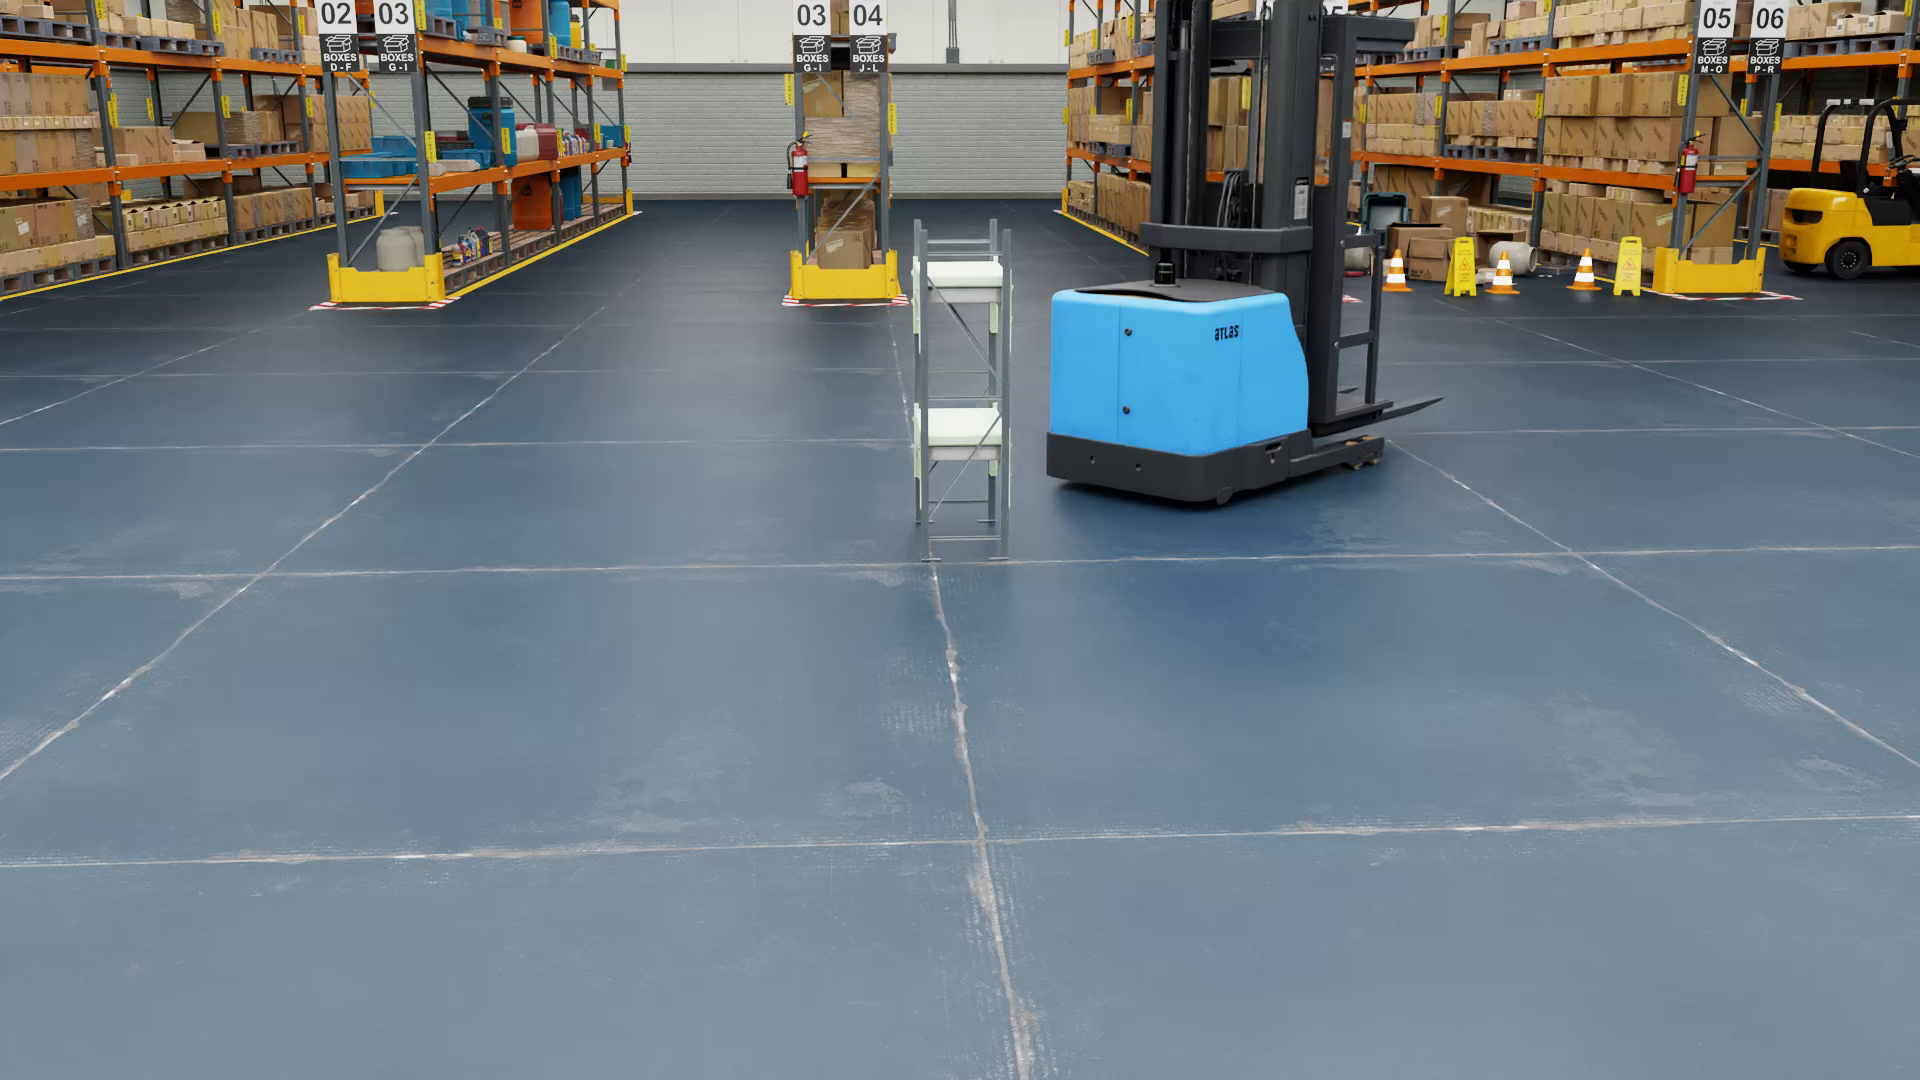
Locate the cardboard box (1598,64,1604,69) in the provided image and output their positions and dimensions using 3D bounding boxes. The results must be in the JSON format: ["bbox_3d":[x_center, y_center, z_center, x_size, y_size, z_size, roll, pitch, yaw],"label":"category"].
[{"bbox_3d":[12.462,-9.099,31.854,0.380,0.149,0.250,-1,14,-3],"label":"cardboard box"}]

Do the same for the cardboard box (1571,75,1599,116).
[{"bbox_3d":[8.185,-5.608,21.000,0.700,0.500,0.500,-1,14,-5],"label":"cardboard box"}]

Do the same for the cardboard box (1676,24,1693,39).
[{"bbox_3d":[8.307,-5.718,18.713,0.380,0.149,0.250,-1,14,-3],"label":"cardboard box"}]

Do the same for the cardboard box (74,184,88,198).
[{"bbox_3d":[-16.900,-6.470,31.326,0.700,0.500,0.500,-1,14,-5],"label":"cardboard box"}]

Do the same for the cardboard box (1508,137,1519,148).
[{"bbox_3d":[8.002,-5.632,23.557,0.380,0.149,0.250,-1,14,-4],"label":"cardboard box"}]

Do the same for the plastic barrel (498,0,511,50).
[{"bbox_3d":[-6.888,-7.550,24.326,0.600,0.901,0.600,0,14,0],"label":"plastic barrel"}]

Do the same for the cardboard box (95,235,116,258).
[{"bbox_3d":[-11.171,-3.752,21.264,0.500,0.250,0.500,-1,14,-3],"label":"cardboard box"}]

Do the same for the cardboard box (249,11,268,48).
[{"bbox_3d":[-11.892,-8.442,27.554,0.600,0.600,0.600,-1,14,-4],"label":"cardboard box"}]

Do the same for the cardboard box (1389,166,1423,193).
[{"bbox_3d":[8.047,-6.084,29.072,0.875,0.875,0.875,0,14,-2],"label":"cardboard box"}]

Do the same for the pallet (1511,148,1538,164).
[{"bbox_3d":[8.458,-5.396,23.365,1.003,0.211,1.213,-1,14,-3],"label":"pallet"}]

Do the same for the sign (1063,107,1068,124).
[{"bbox_3d":[2.141,-8.591,33.658,0.100,0.325,0.005,-1,14,-3],"label":"sign"}]

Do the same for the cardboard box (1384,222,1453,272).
[{"bbox_3d":[5.906,-3.789,21.471,0.797,0.637,0.503,-1,14,-3],"label":"cardboard box"}]

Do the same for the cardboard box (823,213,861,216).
[{"bbox_3d":[-1.546,-4.037,21.870,0.500,0.500,0.500,-1,14,-5],"label":"cardboard box"}]

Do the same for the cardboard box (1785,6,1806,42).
[{"bbox_3d":[12.868,-7.938,25.596,0.500,0.500,0.500,-1,14,-3],"label":"cardboard box"}]

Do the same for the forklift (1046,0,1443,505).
[{"bbox_3d":[1.840,-1.899,9.527,1.130,2.935,3.031,13,19,41],"label":"forklift"}]

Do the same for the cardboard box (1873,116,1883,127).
[{"bbox_3d":[13.037,-5.883,23.367,0.380,0.149,0.250,-1,14,-4],"label":"cardboard box"}]

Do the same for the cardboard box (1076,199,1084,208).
[{"bbox_3d":[2.462,-6.551,32.348,0.380,0.149,0.250,-2,15,-6],"label":"cardboard box"}]

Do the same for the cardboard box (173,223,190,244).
[{"bbox_3d":[-11.292,-4.350,23.590,0.500,0.250,0.500,-1,14,-2],"label":"cardboard box"}]

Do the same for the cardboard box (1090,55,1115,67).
[{"bbox_3d":[2.630,-8.683,30.035,0.500,0.250,0.500,-1,14,-2],"label":"cardboard box"}]

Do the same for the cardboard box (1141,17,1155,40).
[{"bbox_3d":[3.003,-7.668,24.925,0.500,0.311,0.500,-1,14,-3],"label":"cardboard box"}]

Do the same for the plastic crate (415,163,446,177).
[{"bbox_3d":[-5.961,-4.173,18.753,0.298,0.136,0.250,-1,14,-3],"label":"plastic crate"}]

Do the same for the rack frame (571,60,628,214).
[{"bbox_3d":[-7.218,-8.052,33.301,1.000,3.000,0.127,-1,14,-3],"label":"rack frame"}]

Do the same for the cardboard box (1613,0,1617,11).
[{"bbox_3d":[8.233,-6.546,20.330,0.380,0.149,0.250,-1,14,-2],"label":"cardboard box"}]

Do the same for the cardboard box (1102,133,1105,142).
[{"bbox_3d":[2.594,-6.774,27.997,0.380,0.149,0.250,-2,15,-6],"label":"cardboard box"}]

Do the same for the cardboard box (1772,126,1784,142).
[{"bbox_3d":[12.880,-6.300,25.791,0.500,0.250,0.500,0,14,-2],"label":"cardboard box"}]

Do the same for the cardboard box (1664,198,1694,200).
[{"bbox_3d":[8.772,-4.003,20.734,0.500,0.500,0.500,-1,14,-2],"label":"cardboard box"}]

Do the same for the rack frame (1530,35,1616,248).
[{"bbox_3d":[8.360,-5.297,22.594,1.000,3.000,0.127,-1,14,-3],"label":"rack frame"}]

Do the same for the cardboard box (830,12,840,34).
[{"bbox_3d":[-1.566,-5.645,18.229,0.500,0.250,0.500,-1,14,-2],"label":"cardboard box"}]

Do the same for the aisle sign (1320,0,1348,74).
[{"bbox_3d":[3.978,-5.447,17.959,0.394,0.787,0.004,-1,14,-3],"label":"aisle sign"}]

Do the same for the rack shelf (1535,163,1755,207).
[{"bbox_3d":[8.484,-4.451,20.751,1.077,0.370,4.000,-1,14,-3],"label":"rack shelf"}]

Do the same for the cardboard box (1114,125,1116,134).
[{"bbox_3d":[2.675,-6.598,26.716,0.380,0.149,0.250,0,14,-1],"label":"cardboard box"}]

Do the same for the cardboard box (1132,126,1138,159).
[{"bbox_3d":[2.937,-6.123,25.603,0.500,0.500,0.500,-1,14,-3],"label":"cardboard box"}]

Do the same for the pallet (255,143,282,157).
[{"bbox_3d":[-11.791,-6.377,27.178,1.003,0.211,1.213,-1,14,-3],"label":"pallet"}]

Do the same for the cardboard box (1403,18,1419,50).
[{"bbox_3d":[7.714,-8.430,27.708,0.500,0.500,0.500,-1,14,-3],"label":"cardboard box"}]

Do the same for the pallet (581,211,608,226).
[{"bbox_3d":[-7.054,-5.889,30.491,1.003,0.211,1.213,-1,14,-3],"label":"pallet"}]

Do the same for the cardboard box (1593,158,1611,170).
[{"bbox_3d":[8.173,-4.712,20.823,0.380,0.149,0.250,-1,14,-4],"label":"cardboard box"}]

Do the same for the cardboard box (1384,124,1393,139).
[{"bbox_3d":[7.675,-7.087,28.849,0.500,0.250,0.500,-1,14,-3],"label":"cardboard box"}]

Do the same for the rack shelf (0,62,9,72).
[{"bbox_3d":[-16.734,-7.511,26.623,1.077,0.370,4.000,-1,14,-3],"label":"rack shelf"}]

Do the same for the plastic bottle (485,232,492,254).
[{"bbox_3d":[-6.115,-3.851,21.541,0.061,0.283,0.133,0,14,-1],"label":"plastic bottle"}]

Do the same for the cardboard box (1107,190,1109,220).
[{"bbox_3d":[2.792,-5.728,28.444,0.500,0.500,0.500,-1,14,-2],"label":"cardboard box"}]

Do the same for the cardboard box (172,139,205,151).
[{"bbox_3d":[-11.687,-5.853,24.932,0.500,0.311,0.500,0,14,0],"label":"cardboard box"}]

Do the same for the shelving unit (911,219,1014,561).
[{"bbox_3d":[0.000,-0.725,7.833,0.431,1.500,0.755,-1,14,-3],"label":"shelving unit"}]

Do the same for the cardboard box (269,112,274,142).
[{"bbox_3d":[-12.002,-6.942,27.944,0.700,0.500,0.500,1,14,5],"label":"cardboard box"}]

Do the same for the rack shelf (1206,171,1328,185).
[{"bbox_3d":[3.550,-4.350,20.356,1.077,0.370,4.000,-1,14,-3],"label":"rack shelf"}]

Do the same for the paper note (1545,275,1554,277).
[{"bbox_3d":[7.357,-3.322,20.876,0.142,0.019,0.148,-6,16,-23],"label":"paper note"}]

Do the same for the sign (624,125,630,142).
[{"bbox_3d":[-6.670,-8.144,33.330,0.100,0.325,0.005,-1,14,-3],"label":"sign"}]

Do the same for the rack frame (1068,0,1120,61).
[{"bbox_3d":[2.683,-11.085,33.051,1.000,3.000,0.127,-1,14,-3],"label":"rack frame"}]

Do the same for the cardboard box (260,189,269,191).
[{"bbox_3d":[-12.083,-5.728,28.401,0.500,0.500,0.500,-1,14,-3],"label":"cardboard box"}]

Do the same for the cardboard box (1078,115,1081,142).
[{"bbox_3d":[2.549,-7.875,31.816,0.500,0.500,0.500,-1,14,-5],"label":"cardboard box"}]

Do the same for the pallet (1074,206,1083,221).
[{"bbox_3d":[2.775,-6.305,32.109,1.003,0.211,1.213,-1,14,-3],"label":"pallet"}]

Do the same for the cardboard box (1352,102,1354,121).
[{"bbox_3d":[7.536,-8.059,31.120,0.500,0.500,0.500,-1,14,-4],"label":"cardboard box"}]

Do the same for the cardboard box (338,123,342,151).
[{"bbox_3d":[-11.737,-7.413,30.616,0.500,0.500,0.500,-1,14,-4],"label":"cardboard box"}]

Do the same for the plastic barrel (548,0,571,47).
[{"bbox_3d":[-6.711,-8.534,27.306,0.600,0.901,0.708,-1,14,-3],"label":"plastic barrel"}]

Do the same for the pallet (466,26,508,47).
[{"bbox_3d":[-6.332,-6.251,20.660,1.213,0.211,1.003,-1,14,-3],"label":"pallet"}]

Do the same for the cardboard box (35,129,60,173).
[{"bbox_3d":[-11.318,-4.674,19.973,0.700,0.500,0.500,-1,14,-3],"label":"cardboard box"}]
